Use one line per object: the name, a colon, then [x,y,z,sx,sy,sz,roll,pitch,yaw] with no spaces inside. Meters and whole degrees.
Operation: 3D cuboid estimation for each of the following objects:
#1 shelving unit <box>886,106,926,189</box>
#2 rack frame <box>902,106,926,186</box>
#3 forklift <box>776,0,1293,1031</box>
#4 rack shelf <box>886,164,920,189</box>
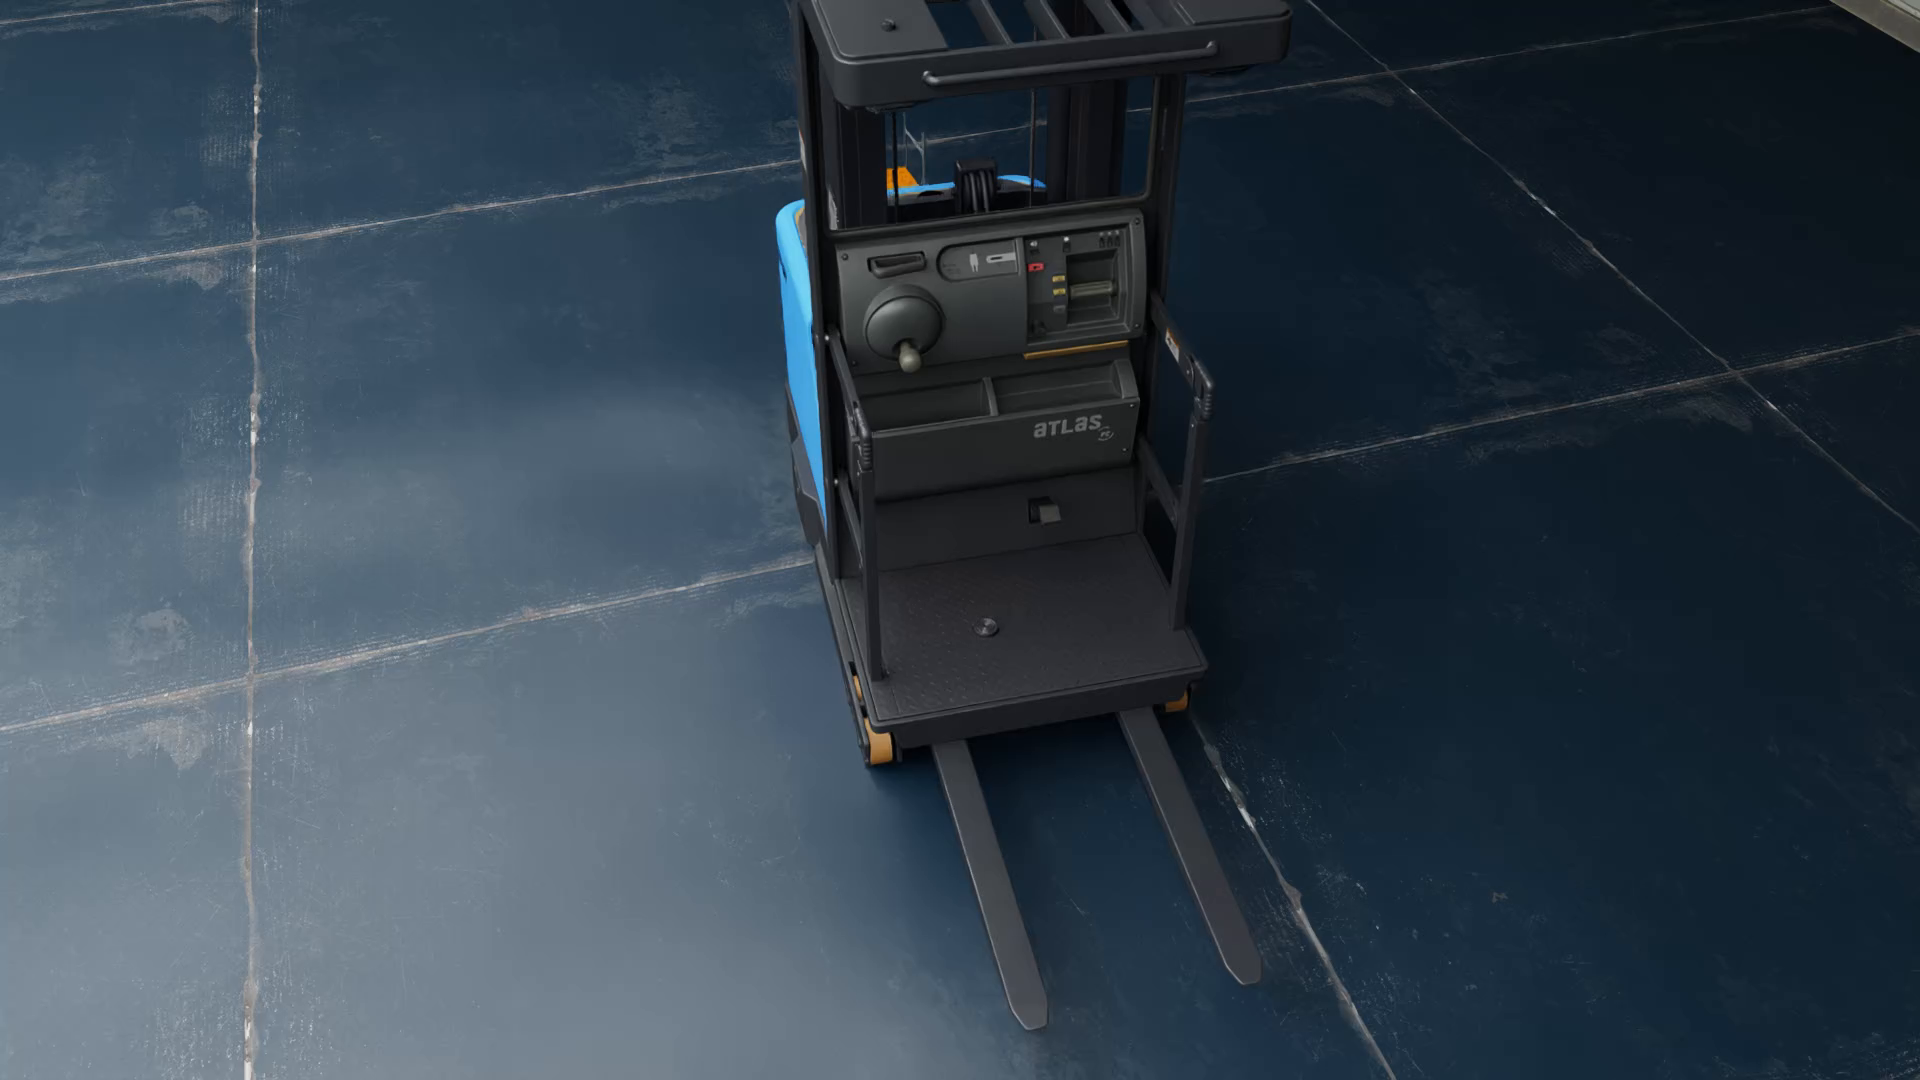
shelving unit: [-0.250,-1.086,6.572,0.189,1.200,0.258,-14,40,-15]
rack frame: [-0.165,-1.107,6.596,0.006,1.200,0.240,-14,40,-15]
forklift: [0.154,-0.652,4.769,1.130,2.935,3.031,-9,42,-10]
rack shelf: [-0.256,-1.332,6.374,0.180,0.103,0.258,-14,40,-15]
